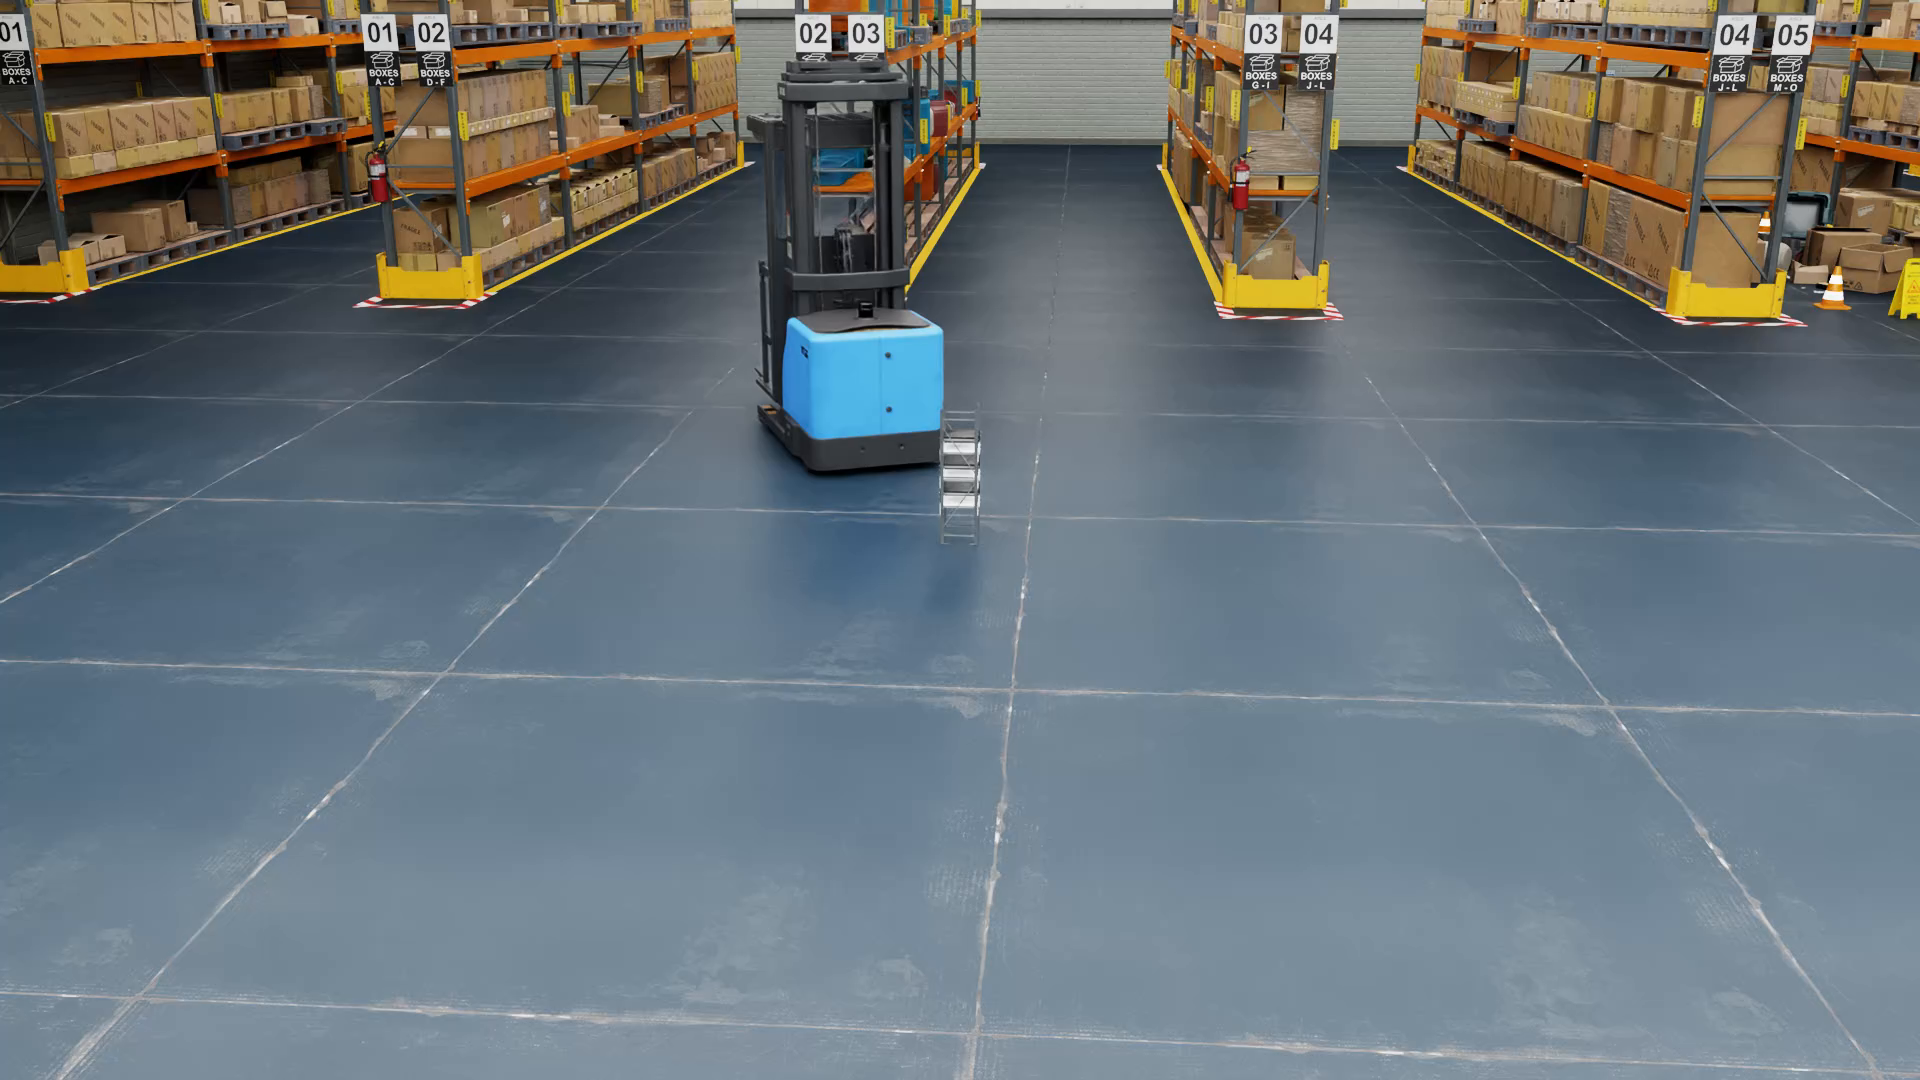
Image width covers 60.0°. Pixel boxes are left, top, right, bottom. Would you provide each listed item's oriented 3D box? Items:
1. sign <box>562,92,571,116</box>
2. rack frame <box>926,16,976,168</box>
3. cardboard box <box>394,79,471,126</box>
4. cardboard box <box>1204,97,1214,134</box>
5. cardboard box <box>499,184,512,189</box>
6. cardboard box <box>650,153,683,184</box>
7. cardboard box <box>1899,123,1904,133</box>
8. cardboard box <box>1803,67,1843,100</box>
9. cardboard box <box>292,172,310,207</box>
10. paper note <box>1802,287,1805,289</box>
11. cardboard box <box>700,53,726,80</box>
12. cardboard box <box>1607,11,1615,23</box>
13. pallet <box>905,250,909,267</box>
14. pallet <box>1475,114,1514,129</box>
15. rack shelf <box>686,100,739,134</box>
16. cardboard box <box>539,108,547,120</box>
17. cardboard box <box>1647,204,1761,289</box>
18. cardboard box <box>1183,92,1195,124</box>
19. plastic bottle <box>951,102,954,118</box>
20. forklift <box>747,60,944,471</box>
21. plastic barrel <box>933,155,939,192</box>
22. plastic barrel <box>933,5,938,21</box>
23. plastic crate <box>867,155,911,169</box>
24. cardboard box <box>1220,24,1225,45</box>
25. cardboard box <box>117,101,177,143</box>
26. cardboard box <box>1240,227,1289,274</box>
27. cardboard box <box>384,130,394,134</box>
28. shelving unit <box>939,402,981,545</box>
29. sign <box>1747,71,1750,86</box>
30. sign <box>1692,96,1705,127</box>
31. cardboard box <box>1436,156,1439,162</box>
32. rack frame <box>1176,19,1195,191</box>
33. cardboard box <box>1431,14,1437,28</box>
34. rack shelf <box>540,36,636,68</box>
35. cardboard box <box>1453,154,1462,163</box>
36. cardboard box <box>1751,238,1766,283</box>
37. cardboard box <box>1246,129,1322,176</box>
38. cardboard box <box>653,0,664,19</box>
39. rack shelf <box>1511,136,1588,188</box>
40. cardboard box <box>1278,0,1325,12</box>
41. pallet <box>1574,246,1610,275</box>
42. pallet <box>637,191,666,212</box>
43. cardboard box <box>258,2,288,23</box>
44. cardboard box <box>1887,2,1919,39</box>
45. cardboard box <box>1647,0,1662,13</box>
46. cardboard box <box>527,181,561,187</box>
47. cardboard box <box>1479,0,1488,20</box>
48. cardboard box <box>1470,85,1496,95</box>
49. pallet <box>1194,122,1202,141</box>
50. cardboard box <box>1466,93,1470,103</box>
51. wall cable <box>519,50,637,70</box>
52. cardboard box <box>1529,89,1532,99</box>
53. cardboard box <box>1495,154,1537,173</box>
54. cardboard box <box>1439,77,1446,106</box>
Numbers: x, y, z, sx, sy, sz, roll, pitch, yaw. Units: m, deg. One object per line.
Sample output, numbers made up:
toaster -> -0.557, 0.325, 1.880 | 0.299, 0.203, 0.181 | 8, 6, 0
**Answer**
sign -> -5.427, -6.009, 22.928 | 0.100, 0.325, 0.005 | 1, 18, 4
rack frame -> -0.180, -9.187, 34.144 | 1.000, 3.000, 0.127 | 1, 18, 4
cardboard box -> -6.217, -5.155, 19.594 | 0.700, 0.500, 0.500 | 1, 18, 4
cardboard box -> 3.932, -6.139, 24.001 | 0.797, 0.503, 0.637 | 3, 18, 10
cardboard box -> -6.354, -4.529, 22.465 | 0.500, 0.500, 0.500 | 1, 18, 4
cardboard box -> -5.237, -6.609, 29.584 | 0.500, 0.500, 0.500 | 2, 18, 5
cardboard box -> 13.782, -5.933, 23.942 | 0.380, 0.149, 0.250 | 2, 18, 6
cardboard box -> 13.918, -7.374, 26.843 | 0.500, 0.500, 0.500 | 1, 18, 4
cardboard box -> -10.787, -5.563, 26.391 | 0.700, 0.500, 0.500 | 1, 18, 4
paper note -> 10.301, -3.080, 20.308 | 0.032, 0.001, 0.123 | 12, 22, 32
cardboard box -> -4.946, -9.359, 32.903 | 0.500, 0.500, 0.500 | 2, 18, 5
cardboard box -> 8.475, -6.655, 21.169 | 0.380, 0.149, 0.250 | 1, 18, 3
pallet -> -1.215, -3.548, 21.411 | 1.003, 0.211, 1.213 | 1, 18, 4
pallet -> 9.228, -6.975, 27.700 | 1.003, 0.211, 1.213 | 1, 18, 4
rack shelf -> -5.264, -8.336, 32.702 | 1.077, 0.370, 4.000 | 1, 18, 4
cardboard box -> -5.806, -5.762, 22.488 | 0.380, 0.149, 0.250 | 1, 18, 3
cardboard box -> 8.536, -3.367, 19.121 | 0.875, 0.875, 0.875 | 1, 18, 4
cardboard box -> 4.120, -7.433, 28.630 | 0.500, 0.500, 0.500 | 1, 18, 3
plastic bottle -> -0.143, -7.687, 29.753 | 0.061, 0.283, 0.133 | 1, 18, 4
forklift -> -1.048, -2.322, 13.303 | 1.130, 2.935, 3.031 | -6, 19, -17
plastic barrel -> -0.654, -6.259, 28.407 | 0.600, 0.588, 0.708 | 1, 18, 4
plastic barrel -> -0.448, -8.578, 27.042 | 0.294, 0.245, 0.294 | 0, 18, 0
plastic crate -> -0.904, -4.825, 21.255 | 0.530, 0.136, 0.437 | 1, 18, 4
cardboard box -> 3.580, -6.406, 21.078 | 0.500, 0.250, 0.500 | 1, 18, 3
cardboard box -> -10.724, -5.511, 21.929 | 0.500, 0.500, 0.500 | 1, 18, 2
cardboard box -> 3.684, -3.499, 20.125 | 0.500, 0.500, 0.500 | 6, 19, 18
cardboard box -> -10.265, -7.139, 30.672 | 0.750, 0.750, 0.750 | 1, 18, 5
shelving unit -> 0.001, -0.430, 10.791 | 0.258, 0.900, 0.210 | 1, 18, 4
sign -> 13.804, -8.074, 29.230 | 0.100, 0.325, 0.005 | 1, 18, 4
sign -> 8.013, -4.645, 18.041 | 0.100, 0.325, 0.005 | 1, 18, 4
cardboard box -> 9.372, -7.355, 31.979 | 0.380, 0.149, 0.250 | 2, 18, 7
rack frame -> 4.474, -7.835, 30.016 | 1.000, 3.000, 0.127 | 1, 18, 4
cardboard box -> 9.371, -9.992, 32.023 | 0.500, 0.250, 0.500 | 2, 18, 6
rack shelf -> -5.837, -7.277, 24.652 | 1.077, 0.370, 4.000 | 1, 18, 4
cardboard box -> 9.179, -6.936, 30.223 | 0.380, 0.149, 0.250 | 2, 18, 5
cardboard box -> 9.752, -3.516, 20.847 | 0.500, 0.500, 0.500 | 4, 19, 13
cardboard box -> 3.680, -4.467, 19.099 | 0.875, 0.500, 0.500 | 1, 18, 4
cardboard box -> -5.542, -9.414, 29.023 | 0.600, 0.600, 0.600 | 1, 18, 3
rack shelf -> 8.983, -5.487, 24.007 | 1.077, 0.370, 4.000 | 1, 18, 4
cardboard box -> 3.989, -6.415, 19.424 | 0.500, 0.500, 0.500 | 1, 18, 4
pallet -> 8.708, -3.648, 21.718 | 1.003, 0.211, 1.213 | 1, 18, 4
pallet -> -5.602, -5.720, 28.042 | 1.003, 0.211, 1.213 | 1, 18, 4
cardboard box -> -10.820, -8.007, 25.528 | 0.797, 0.503, 0.637 | 4, 19, 12
cardboard box -> 13.993, -7.550, 24.169 | 0.700, 0.500, 0.500 | 1, 18, 4
cardboard box -> 8.420, -6.334, 19.547 | 0.500, 0.250, 0.500 | 1, 18, 4
cardboard box -> -6.168, -5.180, 24.757 | 0.500, 0.311, 0.500 | 1, 18, 4
cardboard box -> 9.141, -9.006, 28.244 | 0.500, 0.311, 0.500 | 1, 18, 3
cardboard box -> 8.854, -7.620, 28.134 | 0.380, 0.149, 0.250 | 1, 18, 3
pallet -> 4.242, -6.277, 25.571 | 1.213, 0.211, 1.003 | 1, 18, 4
cardboard box -> 8.874, -7.560, 28.430 | 0.380, 0.149, 0.250 | 1, 18, 2
wall cable -> -9.299, -12.532, 39.705 | 3.097, 2.526, 0.112 | 1, 18, 4
cardboard box -> 9.411, -7.194, 26.835 | 0.380, 0.149, 0.250 | 1, 18, 2
cardboard box -> 8.914, -6.036, 26.664 | 0.500, 0.250, 0.500 | 1, 18, 3
cardboard box -> 9.242, -8.354, 30.961 | 0.500, 0.500, 0.500 | 1, 18, 4
